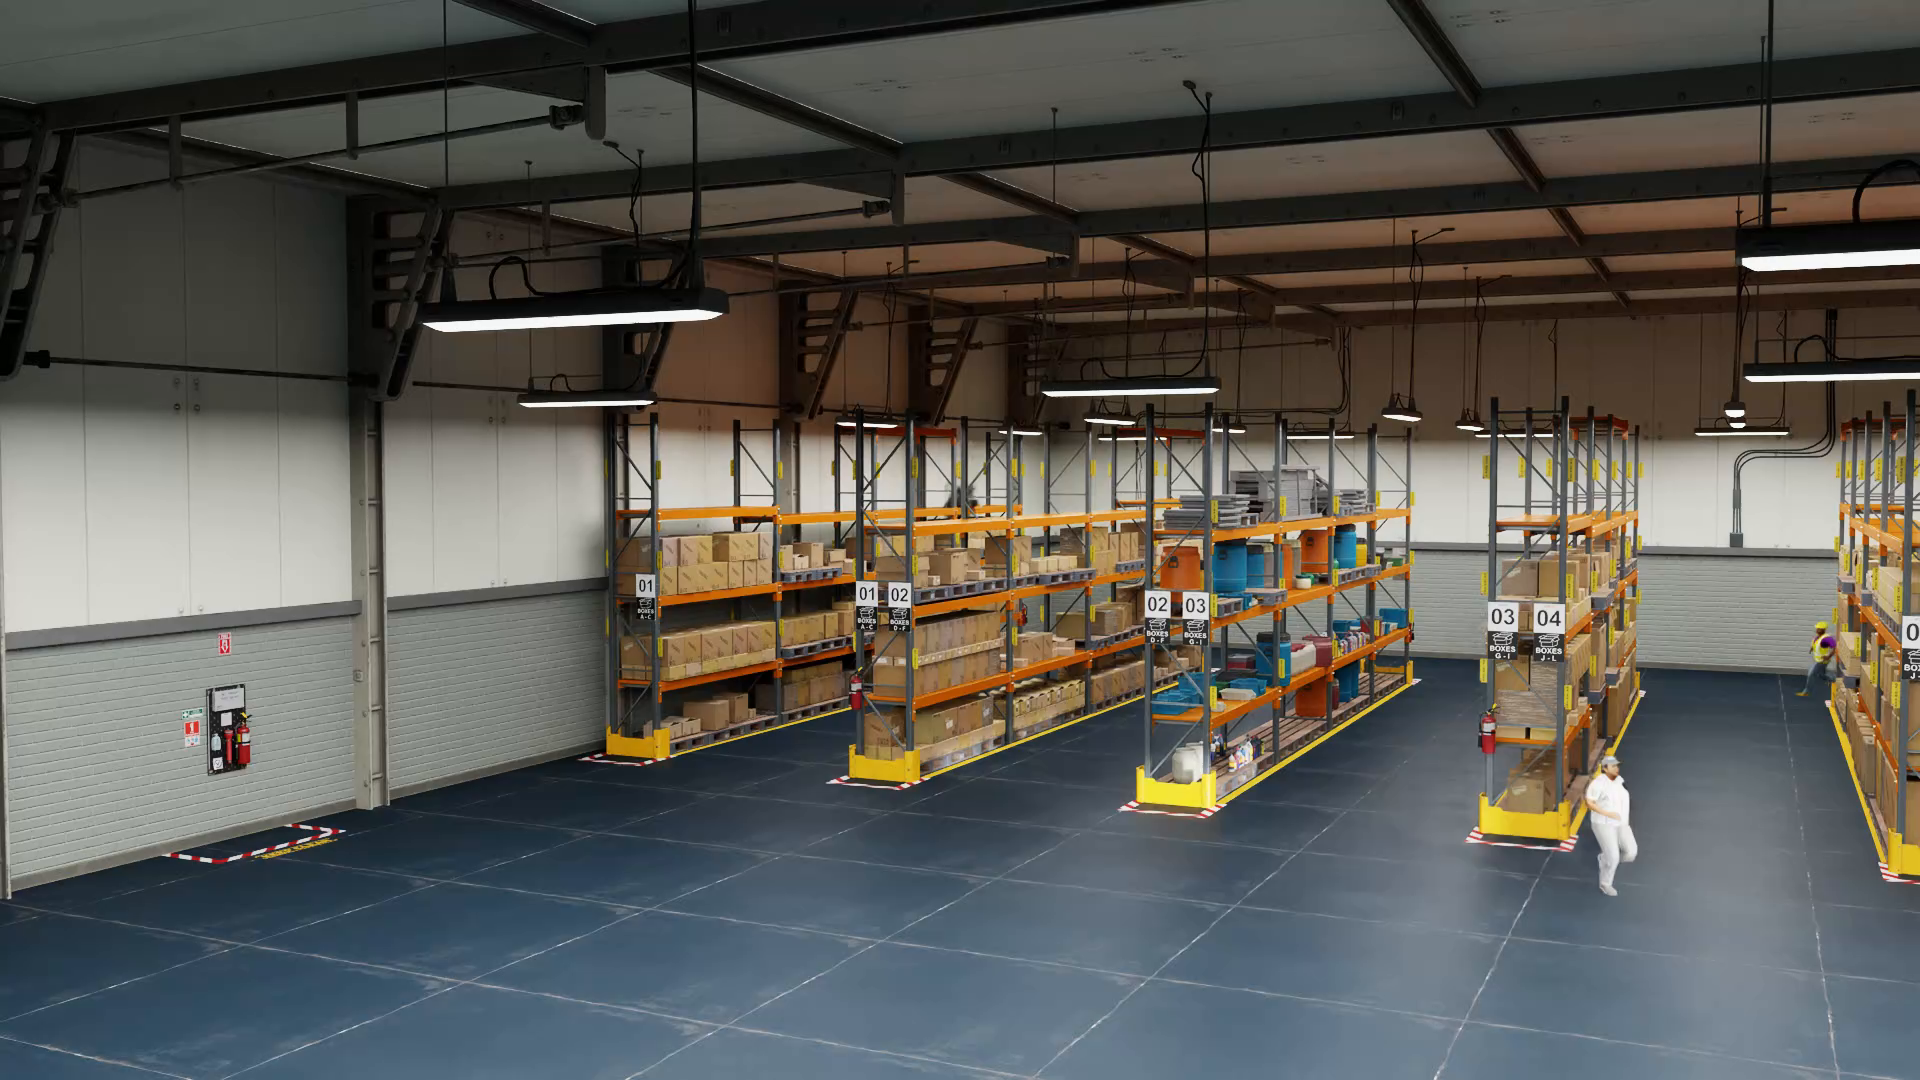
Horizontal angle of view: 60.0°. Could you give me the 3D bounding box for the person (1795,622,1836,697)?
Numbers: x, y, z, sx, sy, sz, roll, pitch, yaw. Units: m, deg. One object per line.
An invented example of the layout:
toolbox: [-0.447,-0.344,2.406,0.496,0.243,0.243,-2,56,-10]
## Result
person: [18.895,2.619,36.387,0.975,1.693,0.742,1,2,12]

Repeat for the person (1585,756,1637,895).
person: [7.708,3.367,19.698,0.661,1.633,0.536,-1,3,-26]
